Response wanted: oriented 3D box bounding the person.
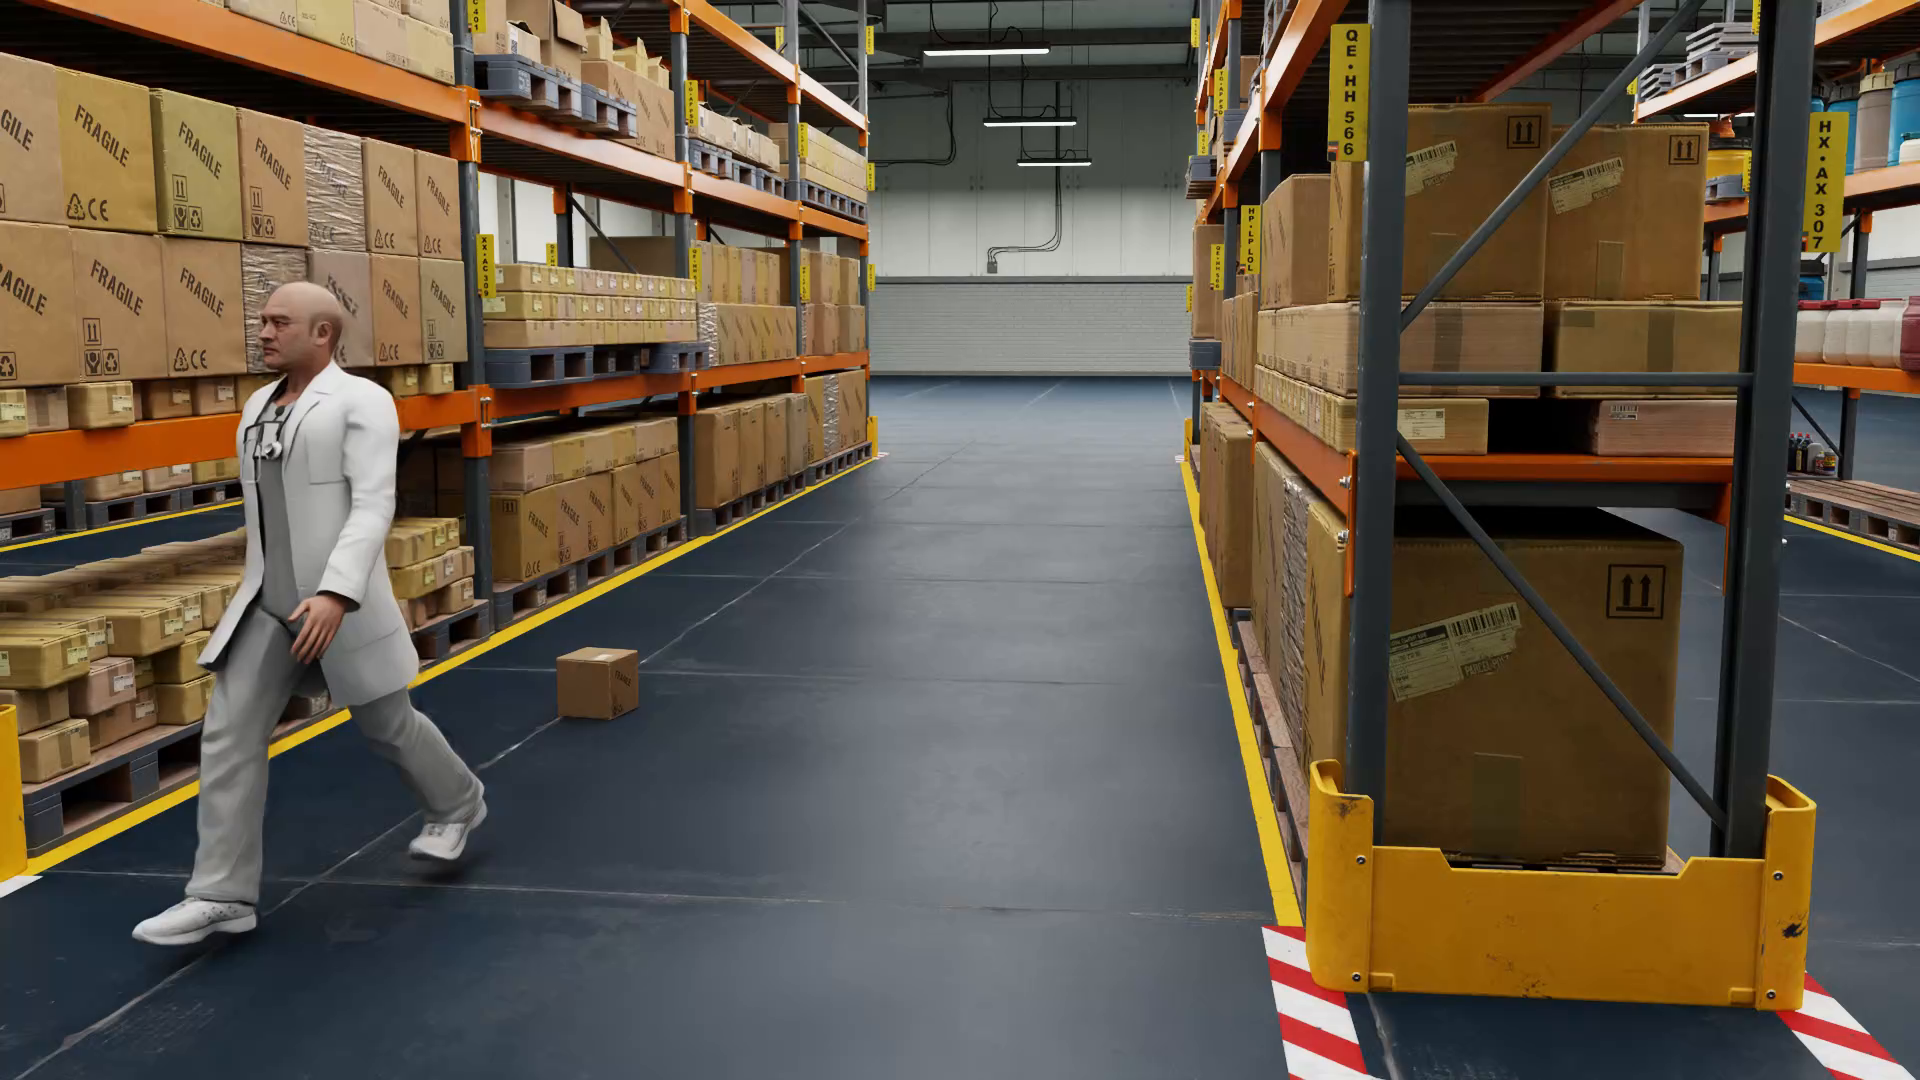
[{"bbox_3d":[-1.760,0.164,4.566,0.574,1.726,1.146,3,8,20],"label":"person"}]
